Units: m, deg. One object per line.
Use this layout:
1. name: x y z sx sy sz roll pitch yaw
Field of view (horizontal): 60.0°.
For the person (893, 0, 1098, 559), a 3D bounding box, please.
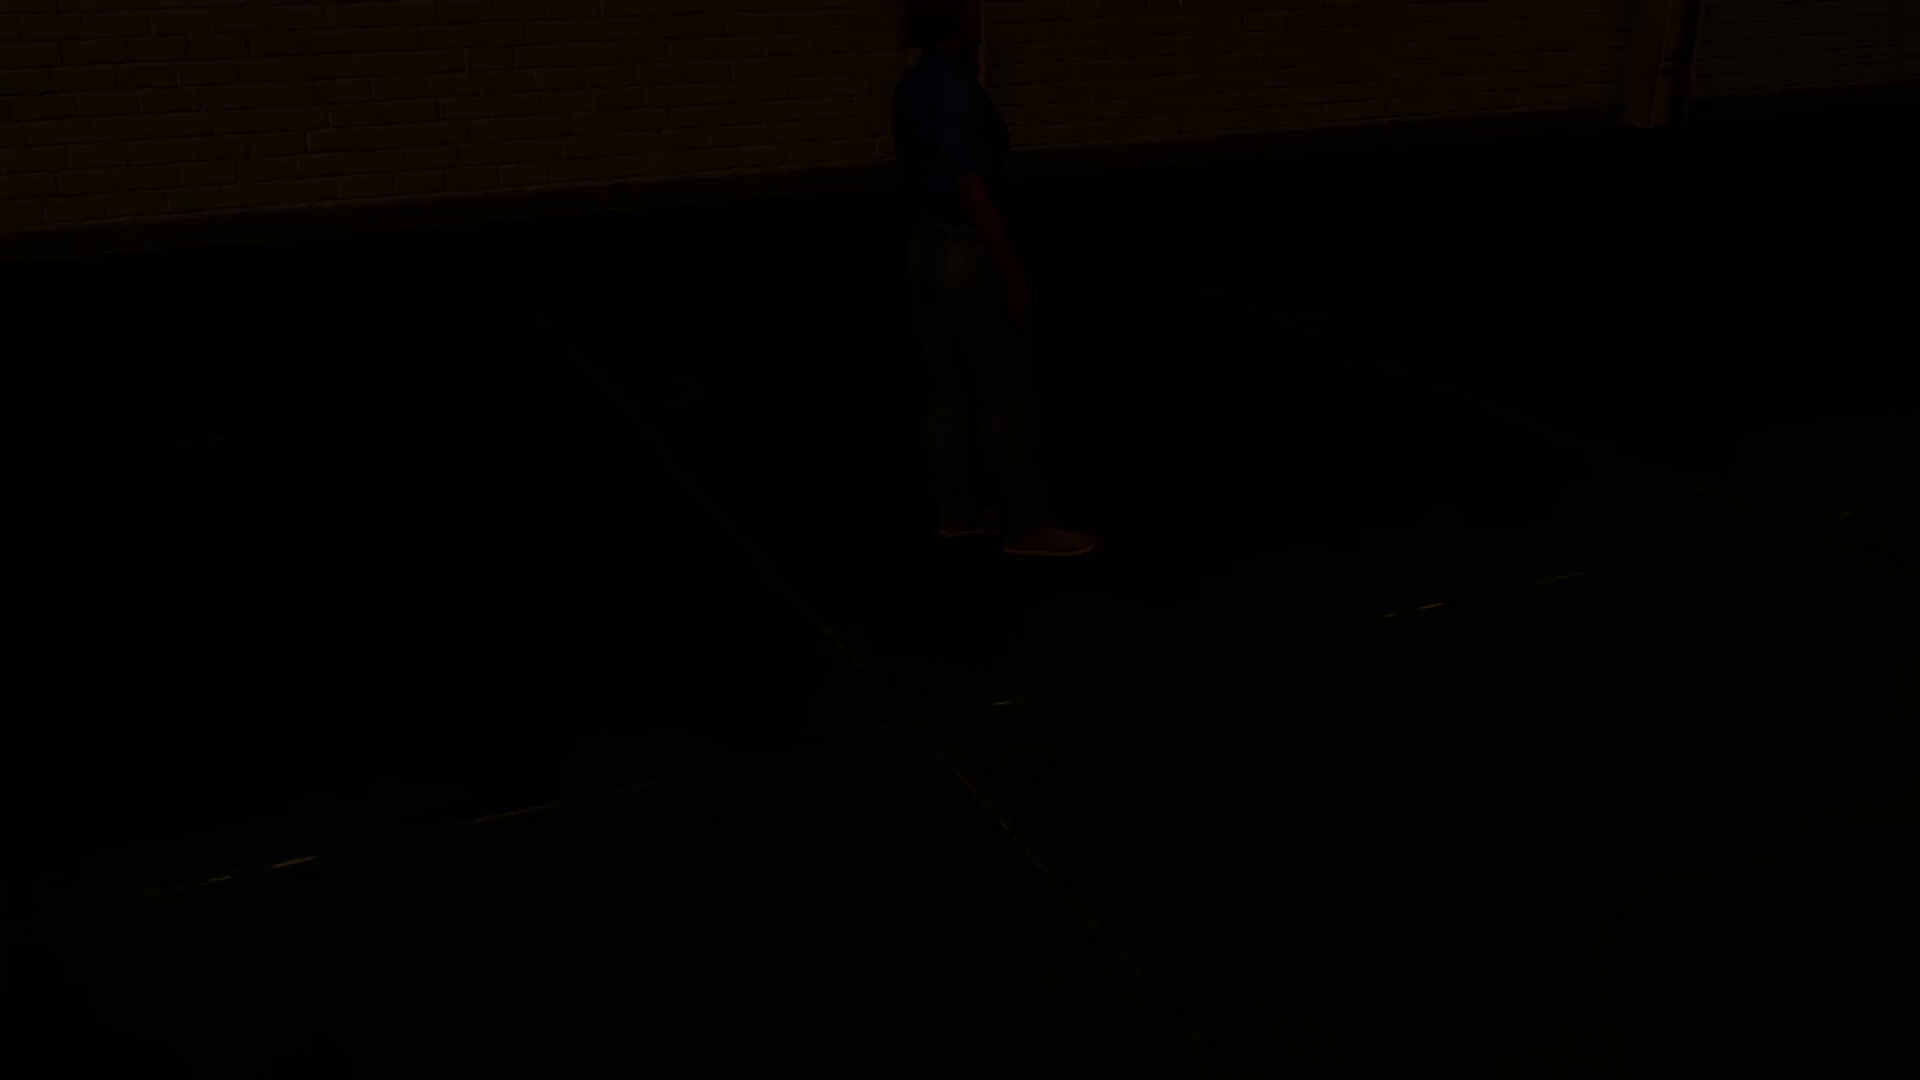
1. person: 0.088 -0.778 4.805 0.503 1.654 0.570 -10 25 -23
